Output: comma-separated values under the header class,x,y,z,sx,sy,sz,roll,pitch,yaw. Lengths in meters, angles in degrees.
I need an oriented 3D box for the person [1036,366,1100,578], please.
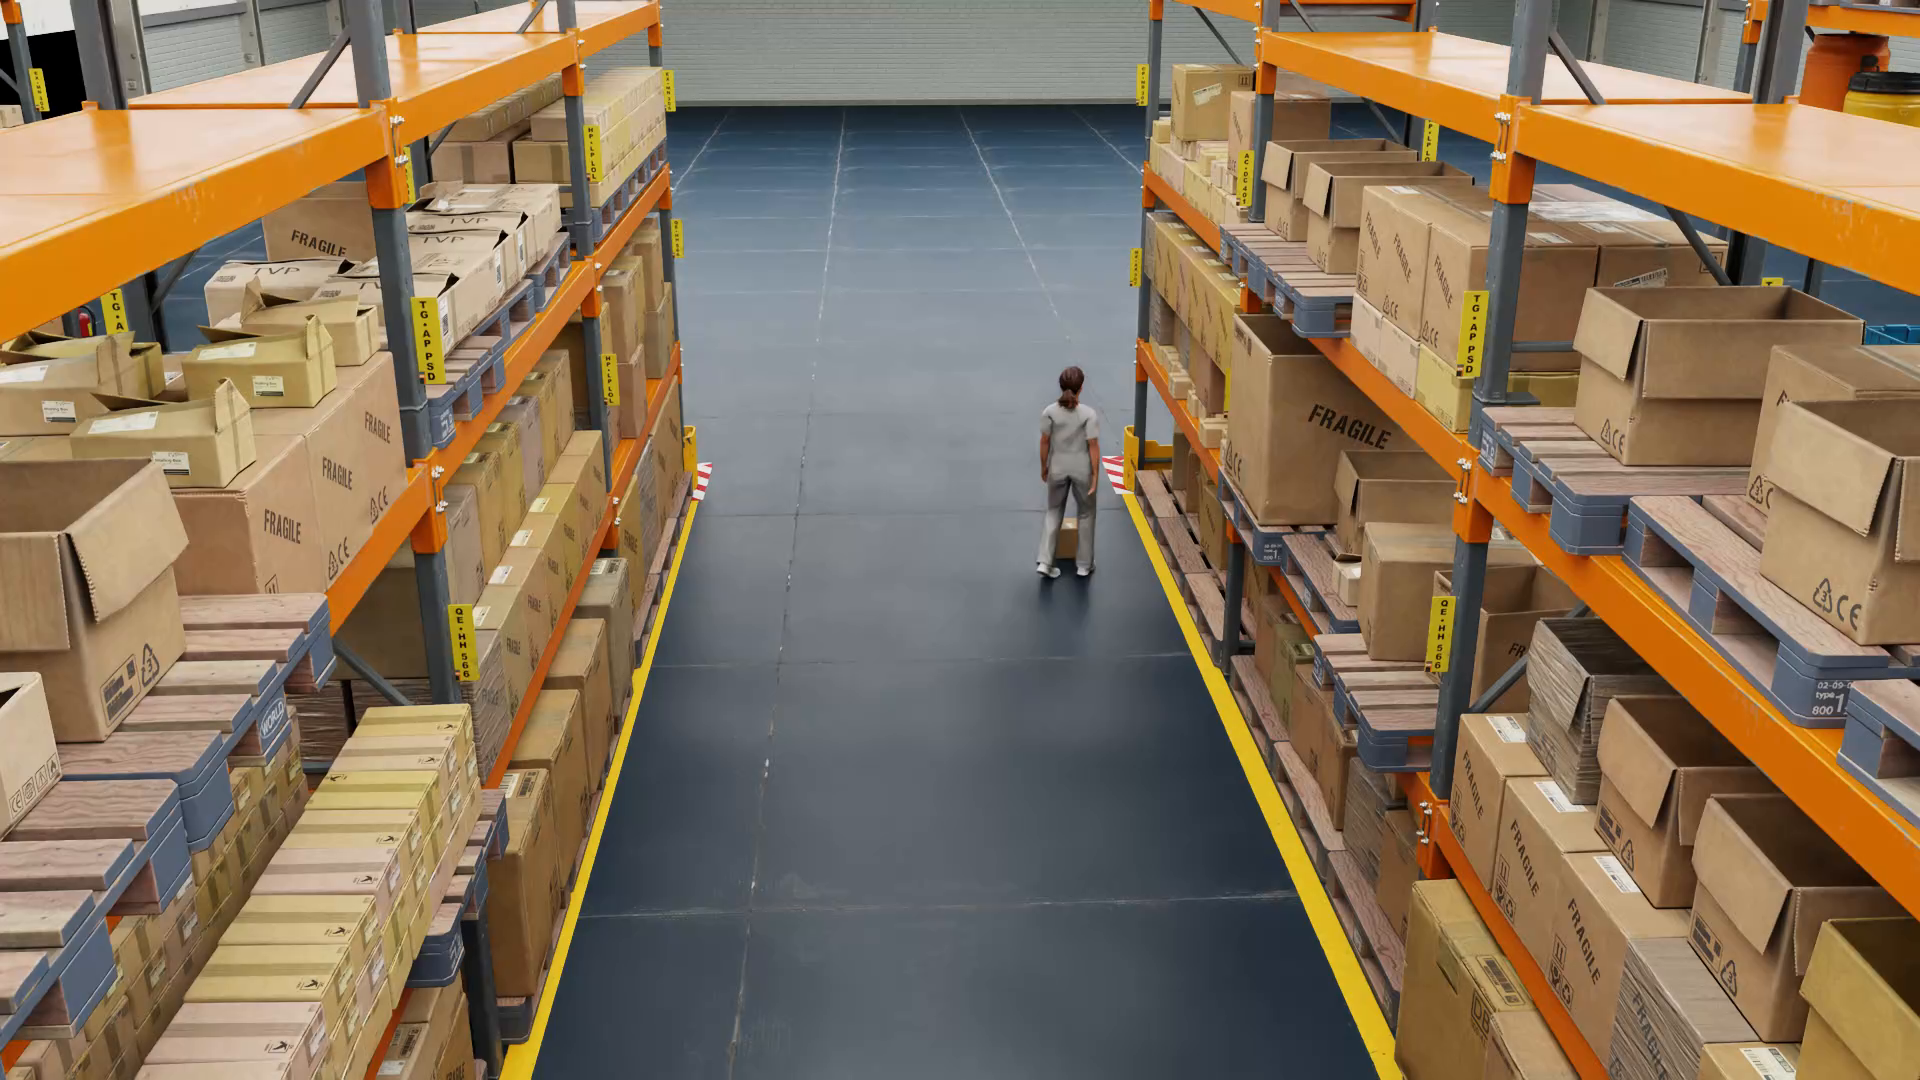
class,x,y,z,sx,sy,sz,roll,pitch,yaw
person,0.835,-0.500,12.495,0.469,1.643,0.540,6,21,15
